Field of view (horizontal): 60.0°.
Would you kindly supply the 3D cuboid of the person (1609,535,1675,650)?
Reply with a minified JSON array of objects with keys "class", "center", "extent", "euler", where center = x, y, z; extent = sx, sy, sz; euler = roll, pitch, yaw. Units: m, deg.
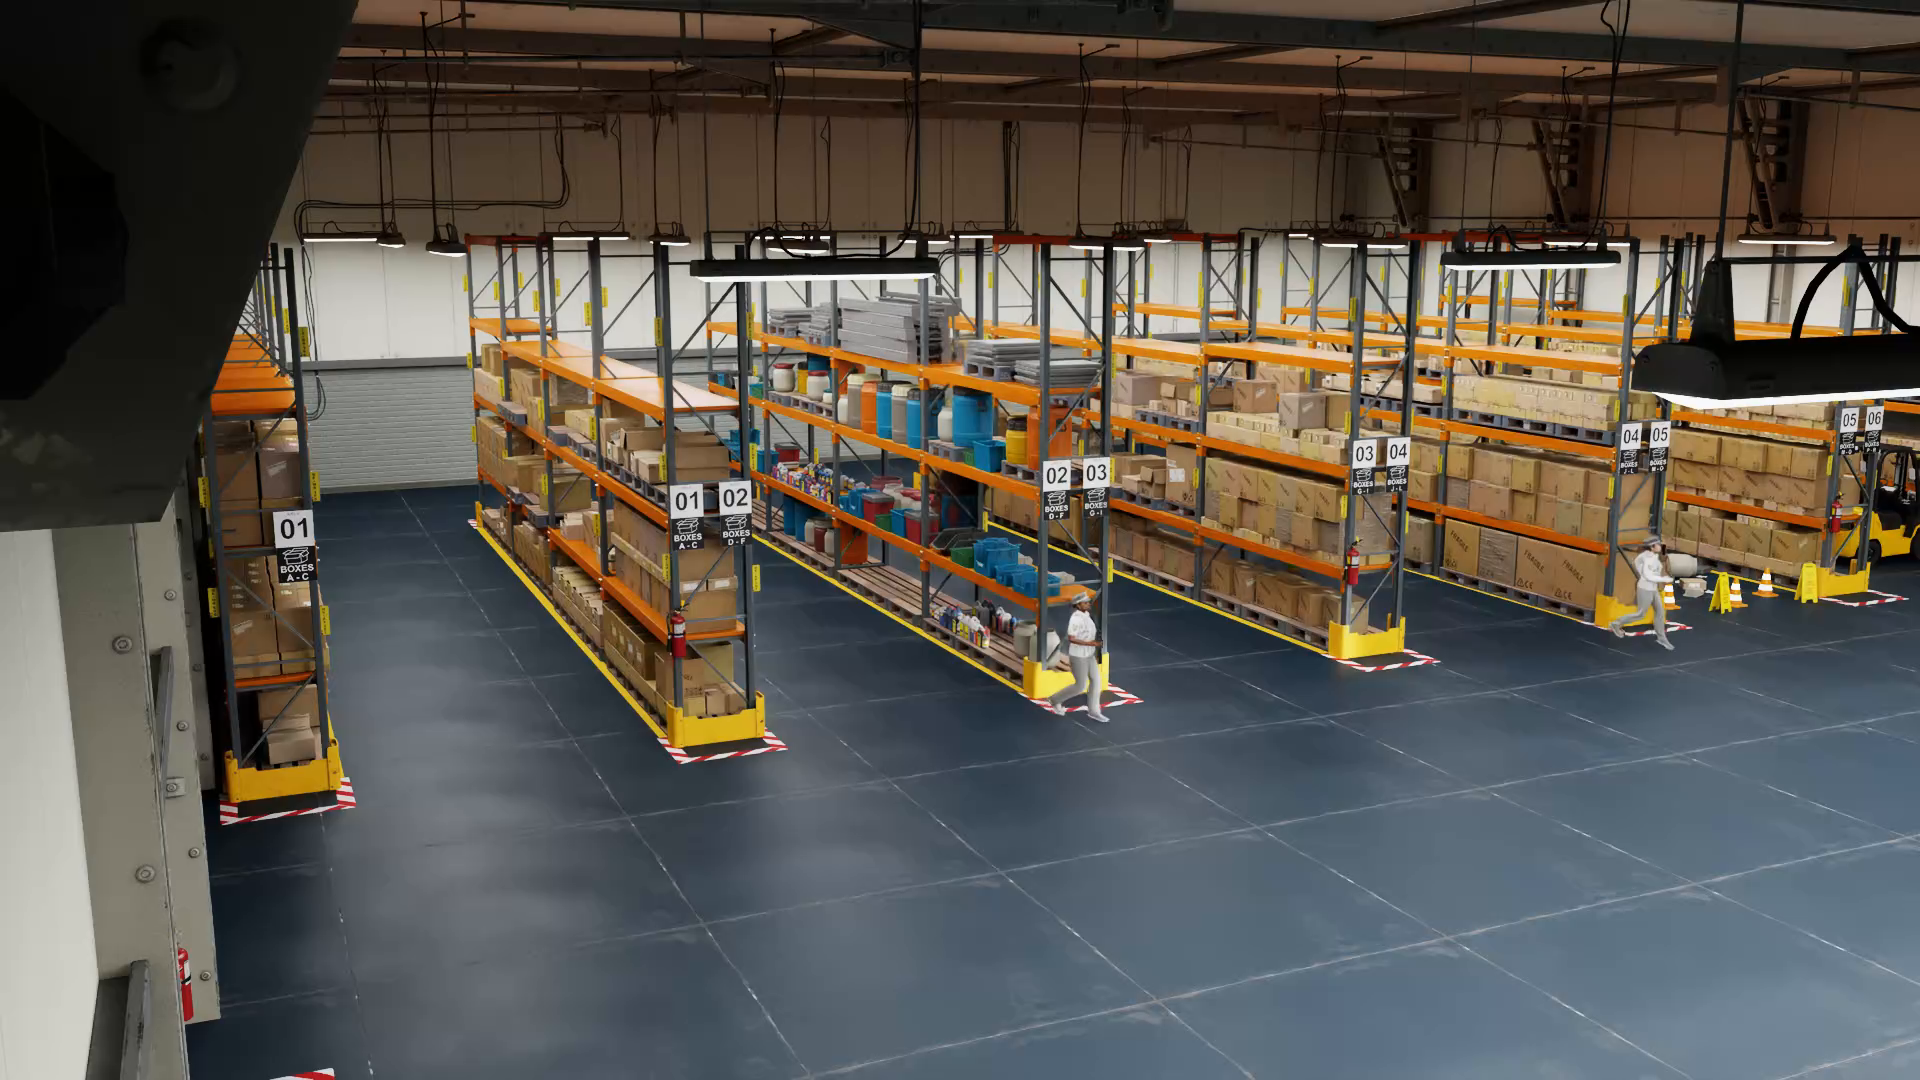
[{"class":"person","center":[10.218,0.761,24.796],"extent":[0.944,1.719,0.645],"euler":[5,12,26]}]

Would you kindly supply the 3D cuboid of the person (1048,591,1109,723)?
[{"class":"person","center":[1.519,1.475,21.113],"extent":[0.779,1.711,0.586],"euler":[5,12,23]}]

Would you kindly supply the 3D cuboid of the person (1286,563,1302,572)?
[{"class":"person","center":[6.128,-0.264,29.811],"extent":[0.640,1.746,0.606],"euler":[-8,13,-35]}]
